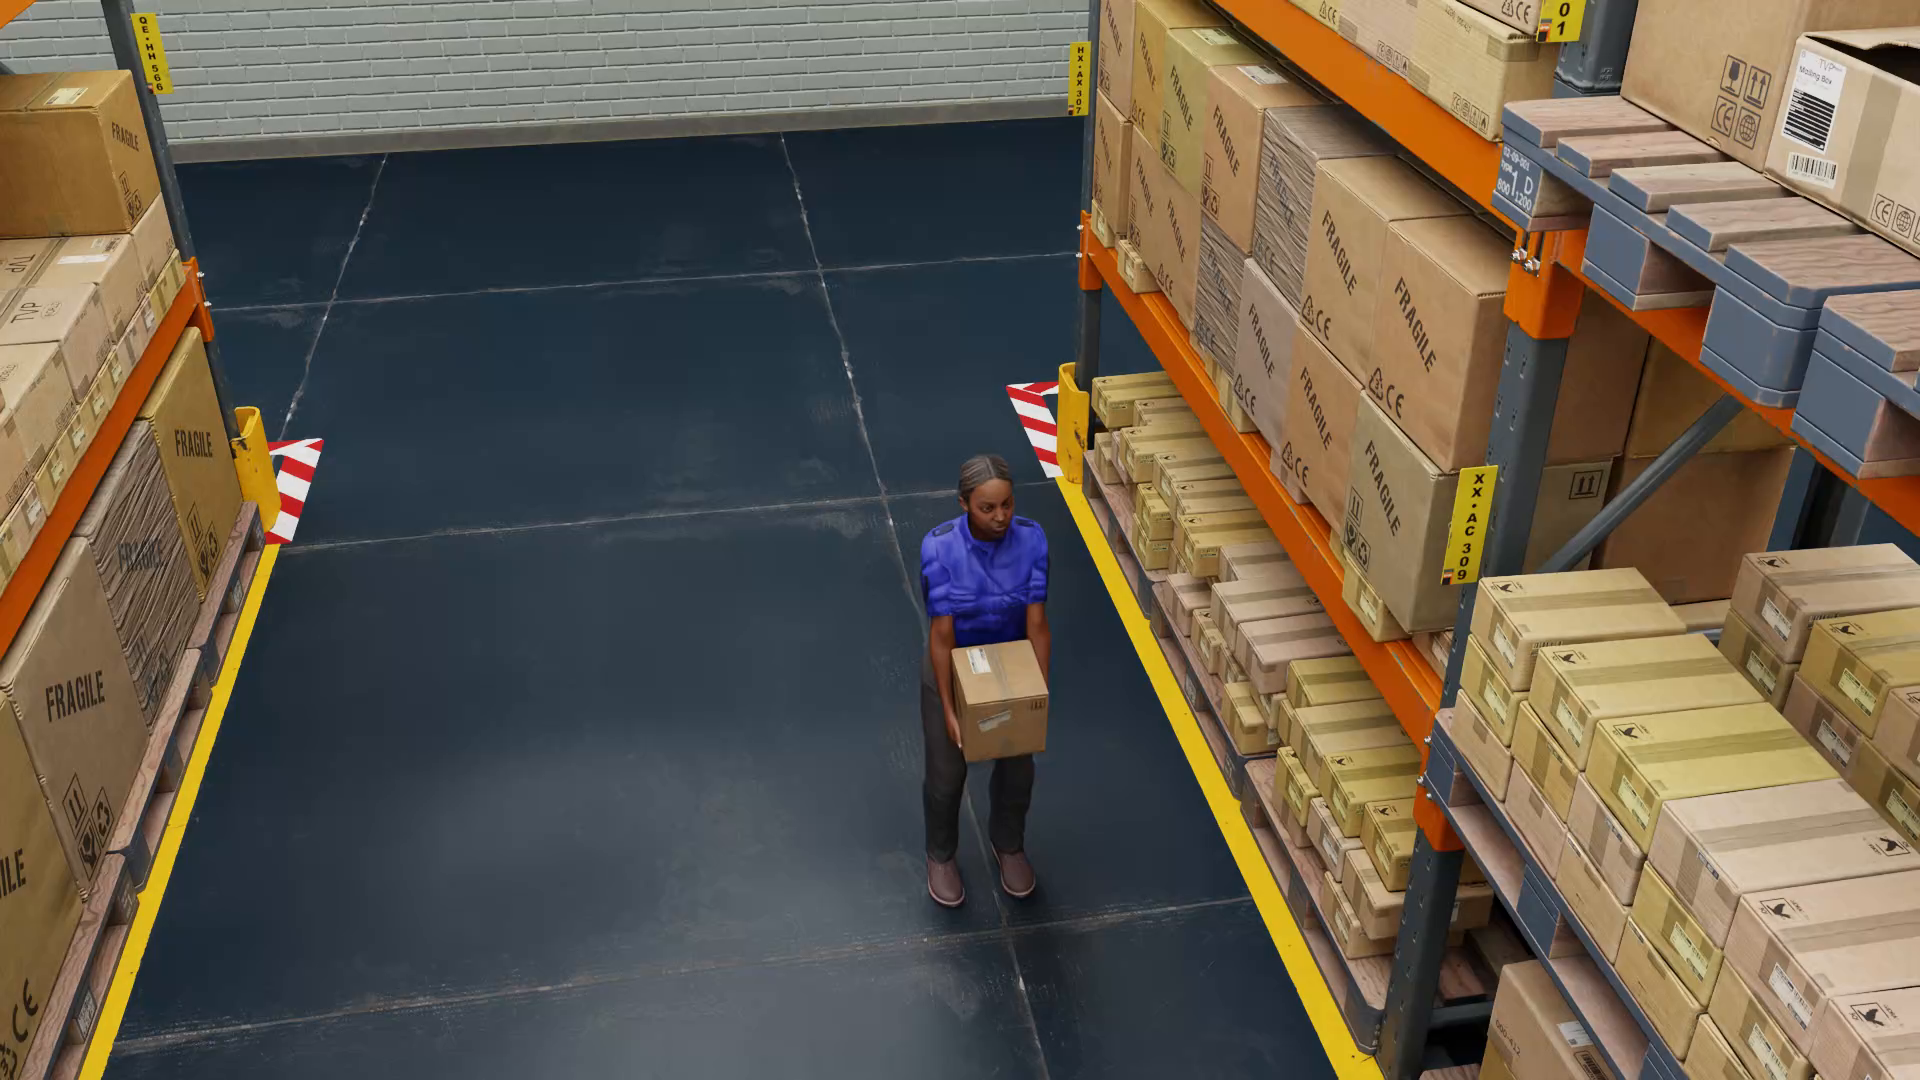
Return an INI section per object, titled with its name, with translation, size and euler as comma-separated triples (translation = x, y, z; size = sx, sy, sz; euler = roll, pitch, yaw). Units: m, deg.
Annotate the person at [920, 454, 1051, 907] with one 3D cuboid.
[person]
translation = 0.090, 0.495, 5.321
size = 0.413, 1.655, 0.516
euler = -6, 31, -10
